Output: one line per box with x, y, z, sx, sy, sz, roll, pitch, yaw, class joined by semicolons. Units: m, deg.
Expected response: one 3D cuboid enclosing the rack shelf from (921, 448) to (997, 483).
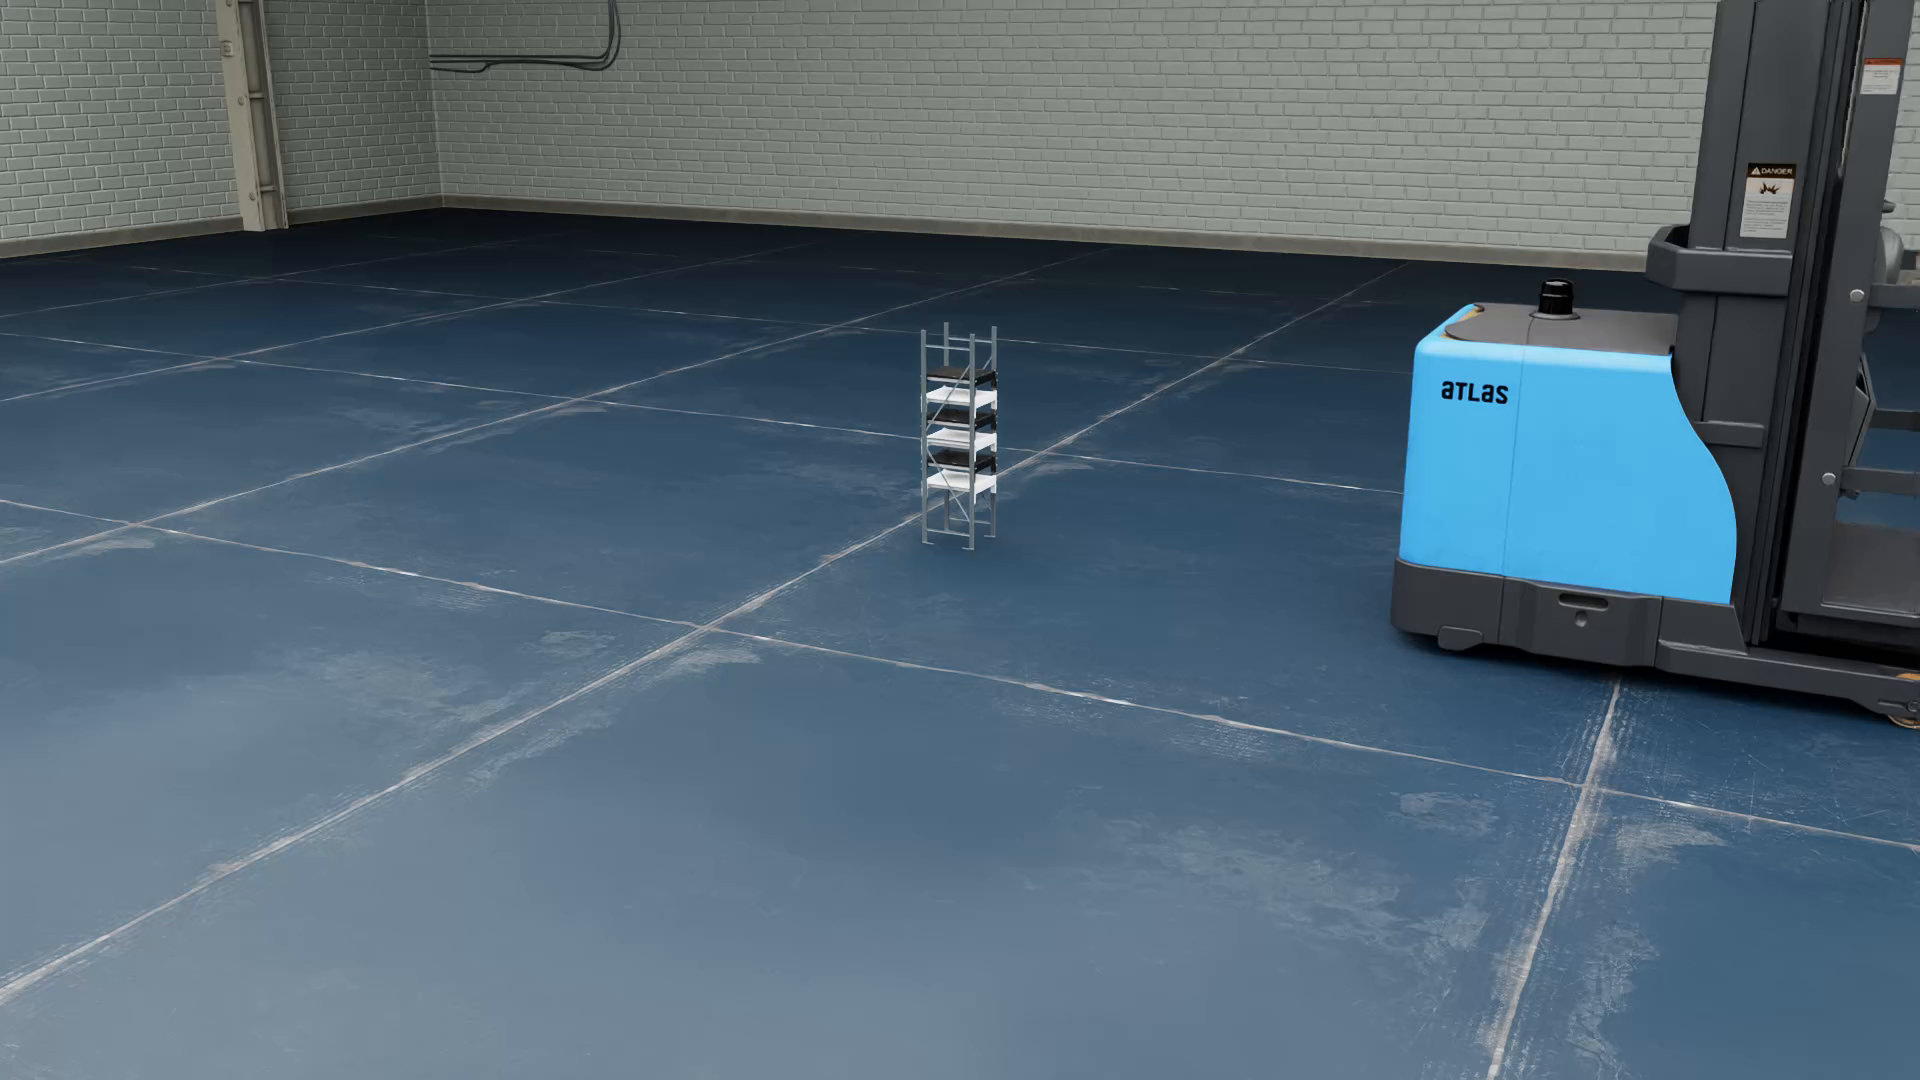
-0.004;-0.311;6.924;0.258;0.077;0.200;8;18;25;rack shelf

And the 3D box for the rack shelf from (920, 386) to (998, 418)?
-0.004;-0.570;6.848;0.258;0.077;0.200;8;18;25;rack shelf

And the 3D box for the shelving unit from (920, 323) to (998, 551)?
-0.004;-0.429;6.889;0.258;0.900;0.210;8;18;25;shelving unit

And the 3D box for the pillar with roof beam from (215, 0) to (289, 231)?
-4.066;-7.312;15.837;9.100;9.000;0.400;8;18;25;pillar with roof beam

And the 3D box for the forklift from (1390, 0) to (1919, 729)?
3.056;-0.977;5.166;3.031;2.935;1.130;8;18;25;forklift

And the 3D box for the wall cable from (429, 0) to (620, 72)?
-5.418;-6.953;20.083;3.097;2.526;0.112;8;18;25;wall cable

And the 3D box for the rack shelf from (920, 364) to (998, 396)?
-0.004;-0.656;6.822;0.258;0.077;0.200;8;18;25;rack shelf

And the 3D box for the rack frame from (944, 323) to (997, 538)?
0.042;-0.455;6.976;0.240;0.900;0.006;8;18;25;rack frame

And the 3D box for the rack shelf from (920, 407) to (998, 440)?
-0.004;-0.484;6.873;0.258;0.077;0.200;8;18;25;rack shelf

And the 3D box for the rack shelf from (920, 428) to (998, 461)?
-0.004;-0.397;6.899;0.258;0.077;0.200;8;18;25;rack shelf

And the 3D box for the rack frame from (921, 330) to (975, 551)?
-0.049;-0.403;6.802;0.240;0.900;0.006;8;18;25;rack frame

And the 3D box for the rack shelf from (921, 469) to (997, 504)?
-0.004;-0.225;6.950;0.258;0.077;0.200;8;18;25;rack shelf
